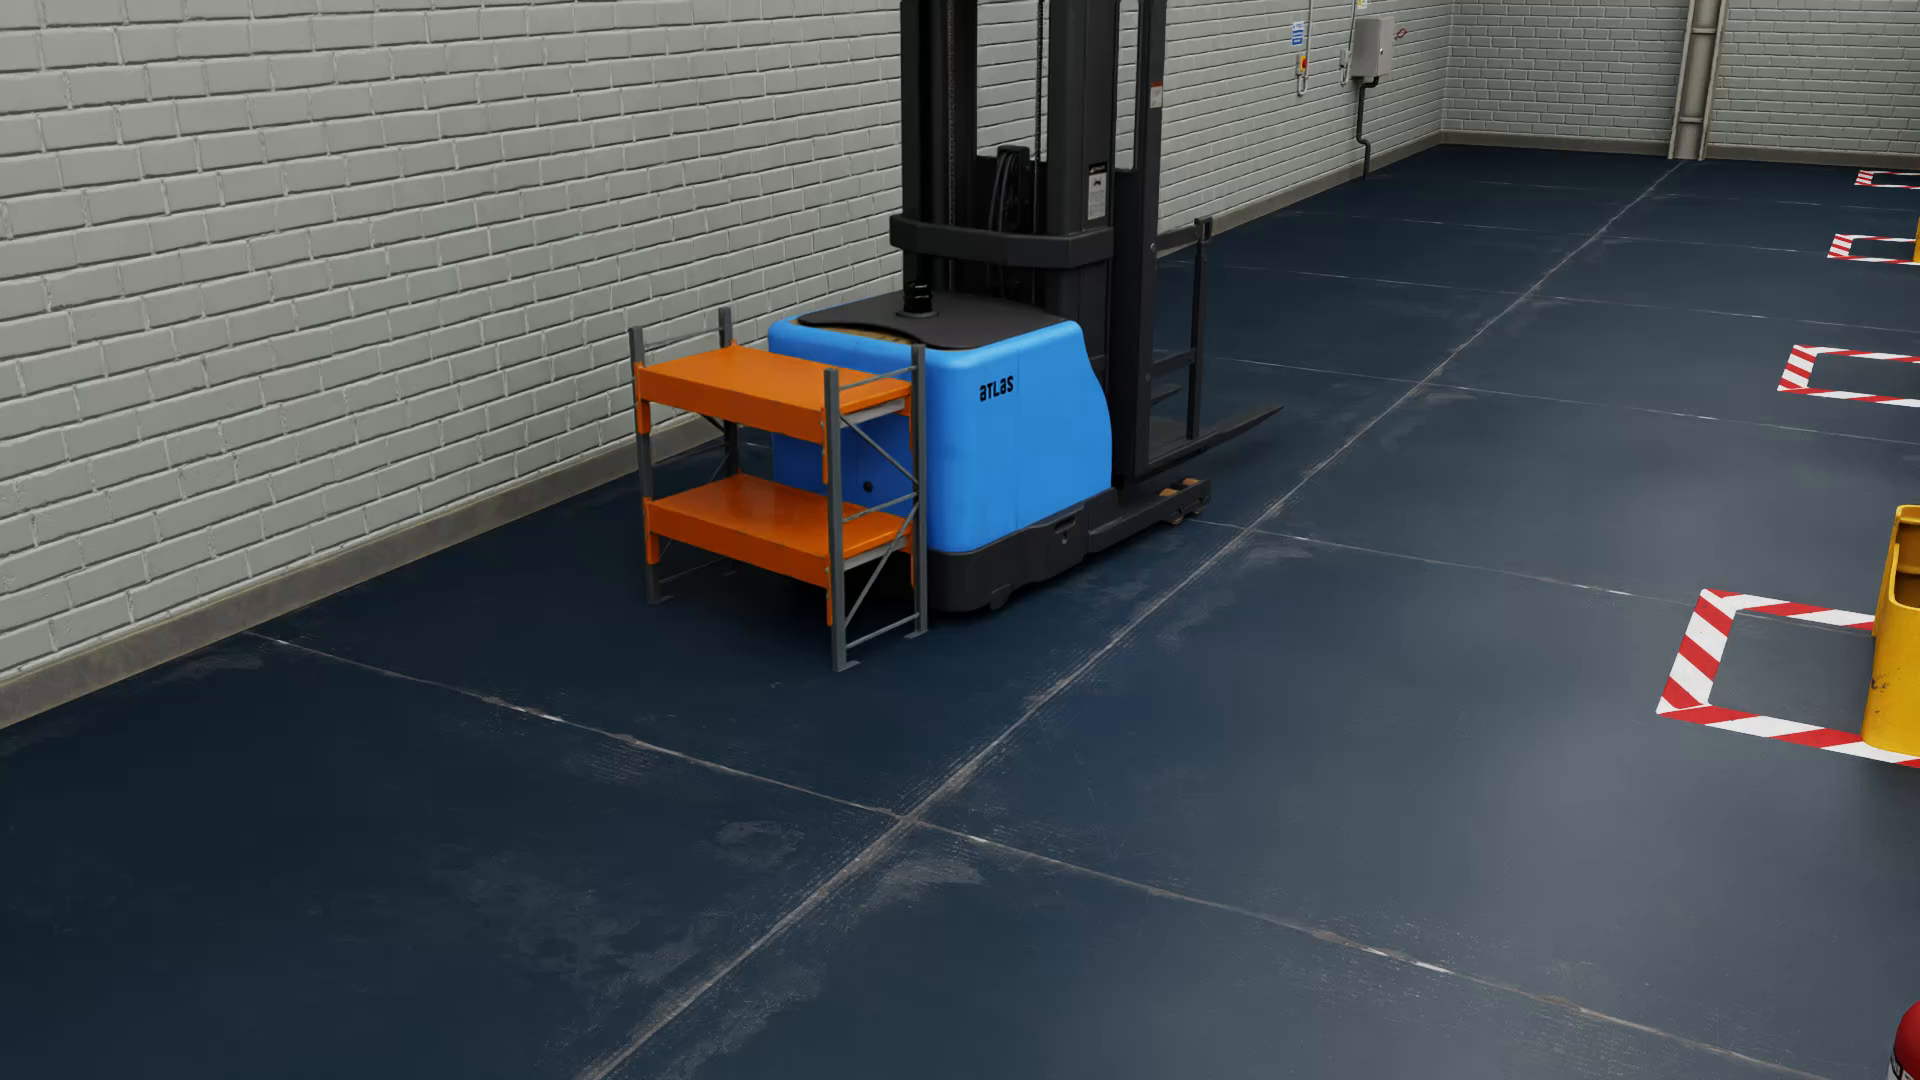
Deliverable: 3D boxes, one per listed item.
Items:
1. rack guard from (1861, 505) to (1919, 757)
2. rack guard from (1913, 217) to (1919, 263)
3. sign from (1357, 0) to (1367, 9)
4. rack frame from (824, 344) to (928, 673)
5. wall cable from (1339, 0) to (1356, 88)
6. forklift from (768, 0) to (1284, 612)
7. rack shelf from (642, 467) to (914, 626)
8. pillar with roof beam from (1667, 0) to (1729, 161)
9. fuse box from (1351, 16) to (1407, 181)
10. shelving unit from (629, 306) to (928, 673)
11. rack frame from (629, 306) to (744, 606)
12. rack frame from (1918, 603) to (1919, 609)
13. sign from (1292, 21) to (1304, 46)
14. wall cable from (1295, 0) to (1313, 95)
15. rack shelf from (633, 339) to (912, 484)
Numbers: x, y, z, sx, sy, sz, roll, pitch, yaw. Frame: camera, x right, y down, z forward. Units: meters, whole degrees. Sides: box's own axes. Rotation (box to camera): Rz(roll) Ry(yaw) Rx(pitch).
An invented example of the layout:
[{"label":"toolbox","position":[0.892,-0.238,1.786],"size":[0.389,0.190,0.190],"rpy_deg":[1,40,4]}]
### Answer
[{"label":"rack guard","position":[3.410,0.298,5.811],"size":[0.348,0.500,1.175],"rpy_deg":[11,23,27]},{"label":"rack guard","position":[8.243,-2.652,13.944],"size":[0.348,0.500,1.175],"rpy_deg":[11,23,27]},{"label":"sign","position":[4.274,-5.761,17.638],"size":[0.001,0.242,0.339],"rpy_deg":[11,23,27]},{"label":"rack frame","position":[-0.295,-0.115,6.031],"size":[0.032,1.125,0.500],"rpy_deg":[16,25,37]},{"label":"wall cable","position":[4.011,-5.656,17.069],"size":[0.122,1.984,0.588],"rpy_deg":[11,23,27]},{"label":"forklift","position":[0.509,-1.536,7.302],"size":[1.130,2.935,3.031],"rpy_deg":[15,25,35]},{"label":"rack shelf","position":[-0.688,0.005,6.418],"size":[1.000,0.278,0.538],"rpy_deg":[16,25,37]},{"label":"pillar with roof beam","position":[6.668,-7.557,15.002],"size":[0.400,9.000,9.100],"rpy_deg":[11,23,27]},{"label":"fuse box","position":[4.482,-4.750,17.949],"size":[0.414,1.711,0.539],"rpy_deg":[11,23,27]},{"label":"shelving unit","position":[-0.688,-0.225,6.335],"size":[1.048,1.125,0.538],"rpy_deg":[16,25,37]},{"label":"rack frame","position":[-1.081,-0.335,6.638],"size":[0.032,1.125,0.500],"rpy_deg":[16,25,37]},{"label":"rack frame","position":[3.431,-0.873,5.373],"size":[0.127,3.000,1.000],"rpy_deg":[11,23,27]},{"label":"sign","position":[3.253,-4.877,16.015],"size":[0.001,0.218,0.327],"rpy_deg":[11,23,27]},{"label":"wall cable","position":[3.330,-5.246,15.894],"size":[0.123,1.953,0.585],"rpy_deg":[11,23,27]},{"label":"rack shelf","position":[-0.688,-0.500,6.235],"size":[1.000,0.278,0.538],"rpy_deg":[16,25,37]}]
